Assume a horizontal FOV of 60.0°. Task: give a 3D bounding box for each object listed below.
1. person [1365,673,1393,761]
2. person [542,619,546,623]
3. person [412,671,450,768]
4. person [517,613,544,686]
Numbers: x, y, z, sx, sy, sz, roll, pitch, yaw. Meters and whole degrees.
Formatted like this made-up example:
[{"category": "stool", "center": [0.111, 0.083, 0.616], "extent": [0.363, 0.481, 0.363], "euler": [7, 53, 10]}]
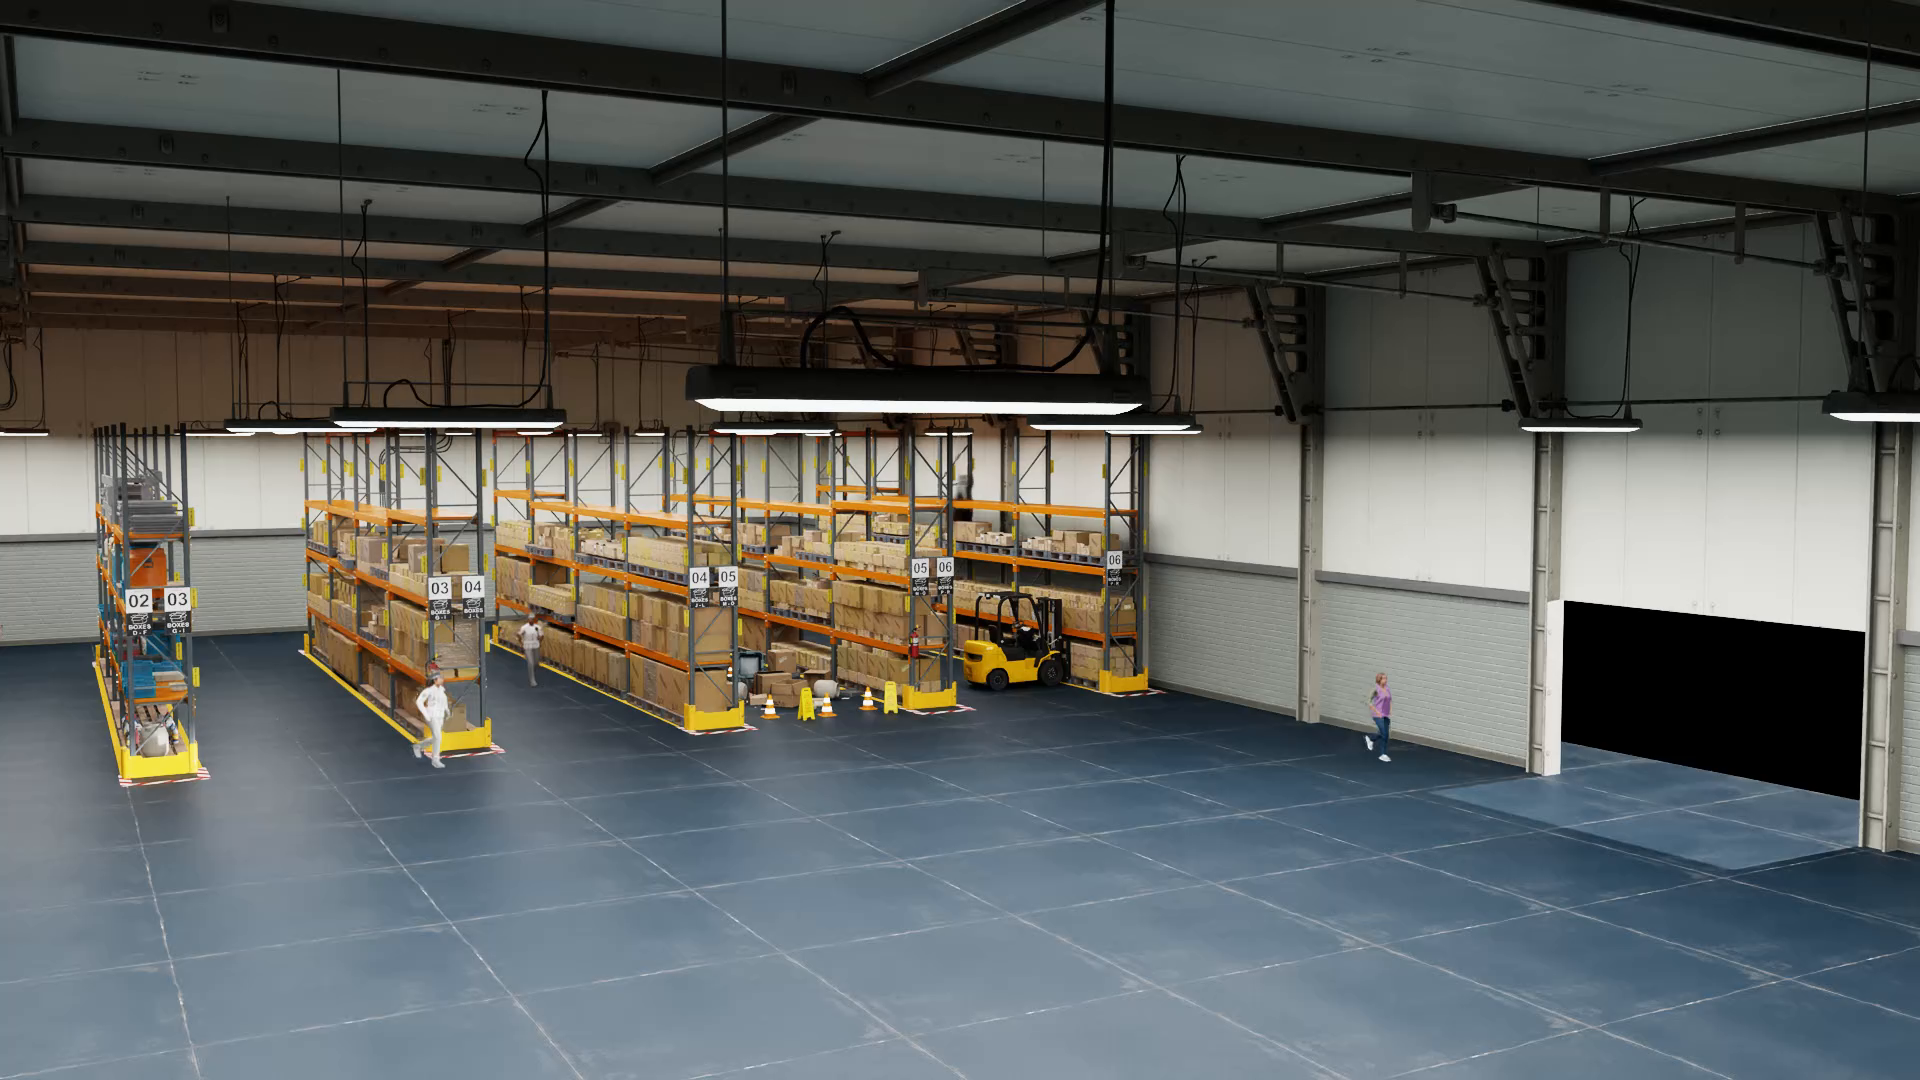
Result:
[{"category": "person", "center": [7.486, 3.146, 29.804], "extent": [0.562, 1.564, 0.642], "euler": [-2, 4, -34]}, {"category": "person", "center": [-12.065, 1.972, 48.836], "extent": [0.900, 1.591, 0.553], "euler": [-2, 4, -28]}, {"category": "person", "center": [-9.300, 3.138, 29.322], "extent": [0.776, 1.665, 0.655], "euler": [1, 4, 21]}, {"category": "person", "center": [-9.975, 2.522, 38.692], "extent": [0.565, 1.674, 0.886], "euler": [-2, 4, -30]}]
